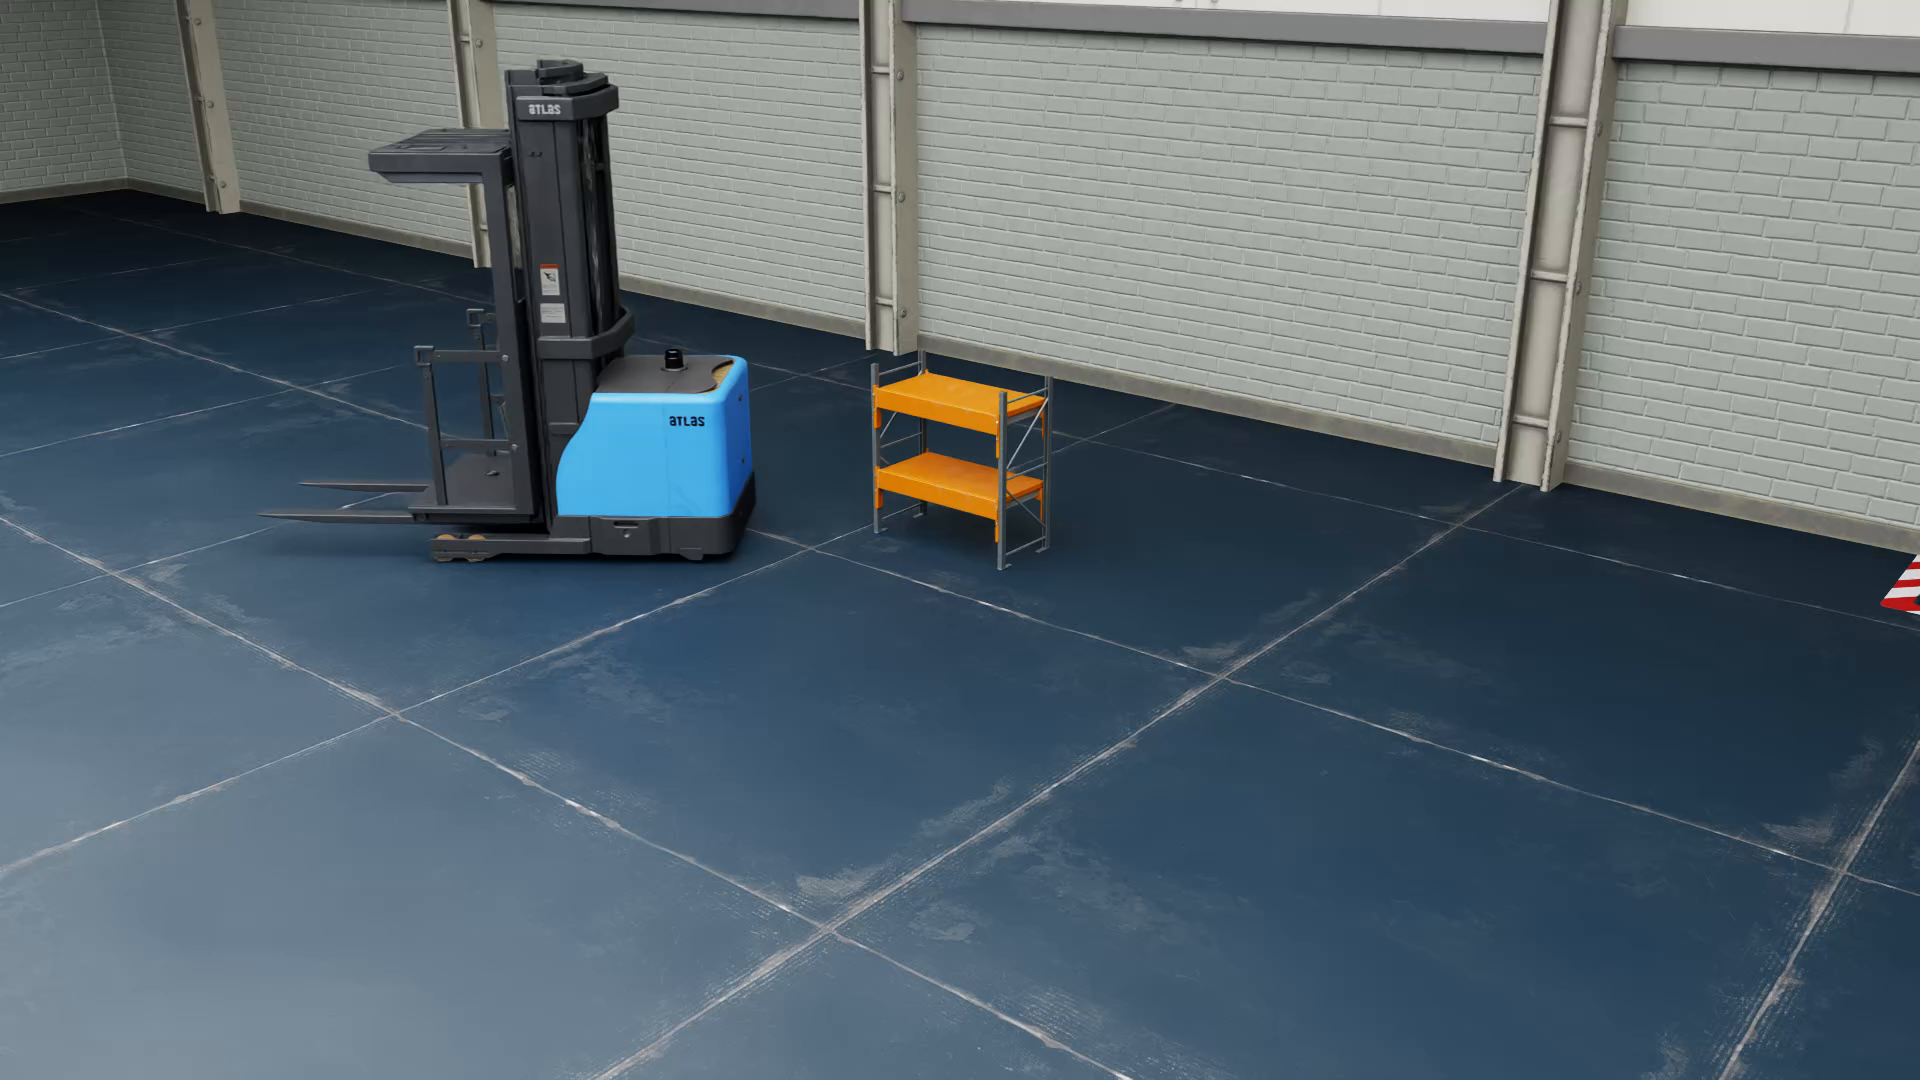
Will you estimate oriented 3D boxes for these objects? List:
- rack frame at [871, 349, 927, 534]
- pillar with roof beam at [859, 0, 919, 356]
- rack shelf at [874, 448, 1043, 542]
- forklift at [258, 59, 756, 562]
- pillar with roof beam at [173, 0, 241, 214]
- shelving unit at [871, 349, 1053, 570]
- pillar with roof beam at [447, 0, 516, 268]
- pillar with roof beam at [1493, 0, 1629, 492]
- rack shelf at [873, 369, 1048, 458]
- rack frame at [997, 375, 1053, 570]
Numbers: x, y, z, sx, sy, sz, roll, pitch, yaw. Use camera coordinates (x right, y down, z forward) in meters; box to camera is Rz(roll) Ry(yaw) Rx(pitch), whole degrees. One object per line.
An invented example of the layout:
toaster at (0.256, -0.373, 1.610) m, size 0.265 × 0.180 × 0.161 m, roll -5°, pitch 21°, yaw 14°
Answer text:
rack frame at (-0.389, -0.638, 10.766) m, size 0.032 × 1.125 × 0.500 m, roll 16°, pitch 26°, yaw 36°
pillar with roof beam at (-3.344, -4.792, 10.623) m, size 0.400 × 9.000 × 9.100 m, roll 16°, pitch 26°, yaw 36°
rack shelf at (0.005, -0.296, 10.552) m, size 1.000 × 0.278 × 0.538 m, roll 16°, pitch 26°, yaw 36°
forklift at (-2.894, -1.419, 10.278) m, size 3.031 × 2.935 × 1.130 m, roll 1°, pitch 21°, yaw 2°
pillar with roof beam at (-12.640, -7.470, 17.723) m, size 0.400 × 9.000 × 9.100 m, roll 16°, pitch 26°, yaw 36°
shelving unit at (0.005, -0.525, 10.466) m, size 1.048 × 1.125 × 0.538 m, roll 16°, pitch 26°, yaw 36°
pillar with roof beam at (-7.992, -6.131, 14.173) m, size 0.400 × 9.000 × 9.100 m, roll 16°, pitch 26°, yaw 36°
pillar with roof beam at (1.305, -3.454, 7.074) m, size 0.400 × 9.000 × 9.100 m, roll 16°, pitch 26°, yaw 36°
rack shelf at (0.005, -0.799, 10.362) m, size 1.000 × 0.278 × 0.538 m, roll 16°, pitch 26°, yaw 36°
rack frame at (0.399, -0.411, 10.165) m, size 0.032 × 1.125 × 0.500 m, roll 16°, pitch 26°, yaw 36°
